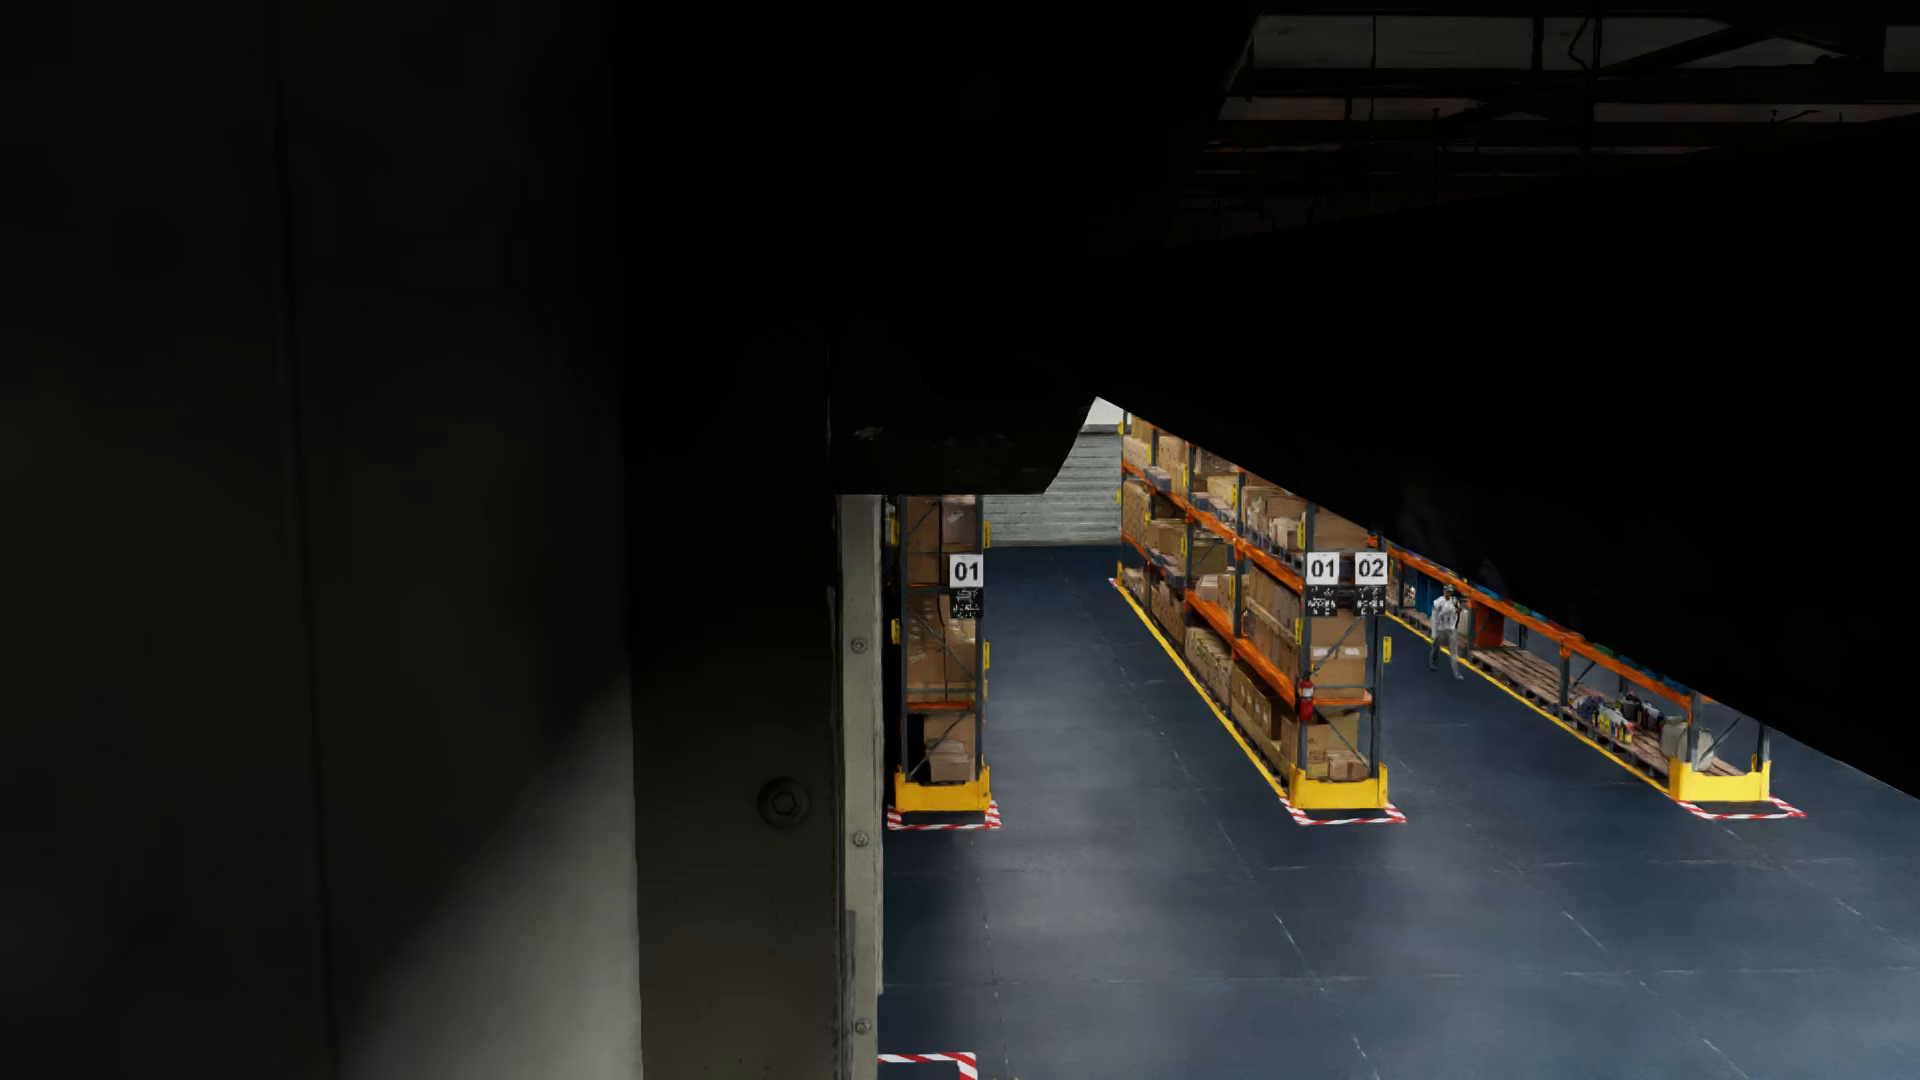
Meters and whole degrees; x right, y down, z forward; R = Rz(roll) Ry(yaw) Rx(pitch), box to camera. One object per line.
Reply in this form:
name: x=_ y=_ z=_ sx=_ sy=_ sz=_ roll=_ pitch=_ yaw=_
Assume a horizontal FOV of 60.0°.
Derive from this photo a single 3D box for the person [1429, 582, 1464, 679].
person: x=8.053 y=1.466 z=27.607 sx=0.495 sy=1.589 sz=1.086 roll=0 pitch=8 yaw=0
